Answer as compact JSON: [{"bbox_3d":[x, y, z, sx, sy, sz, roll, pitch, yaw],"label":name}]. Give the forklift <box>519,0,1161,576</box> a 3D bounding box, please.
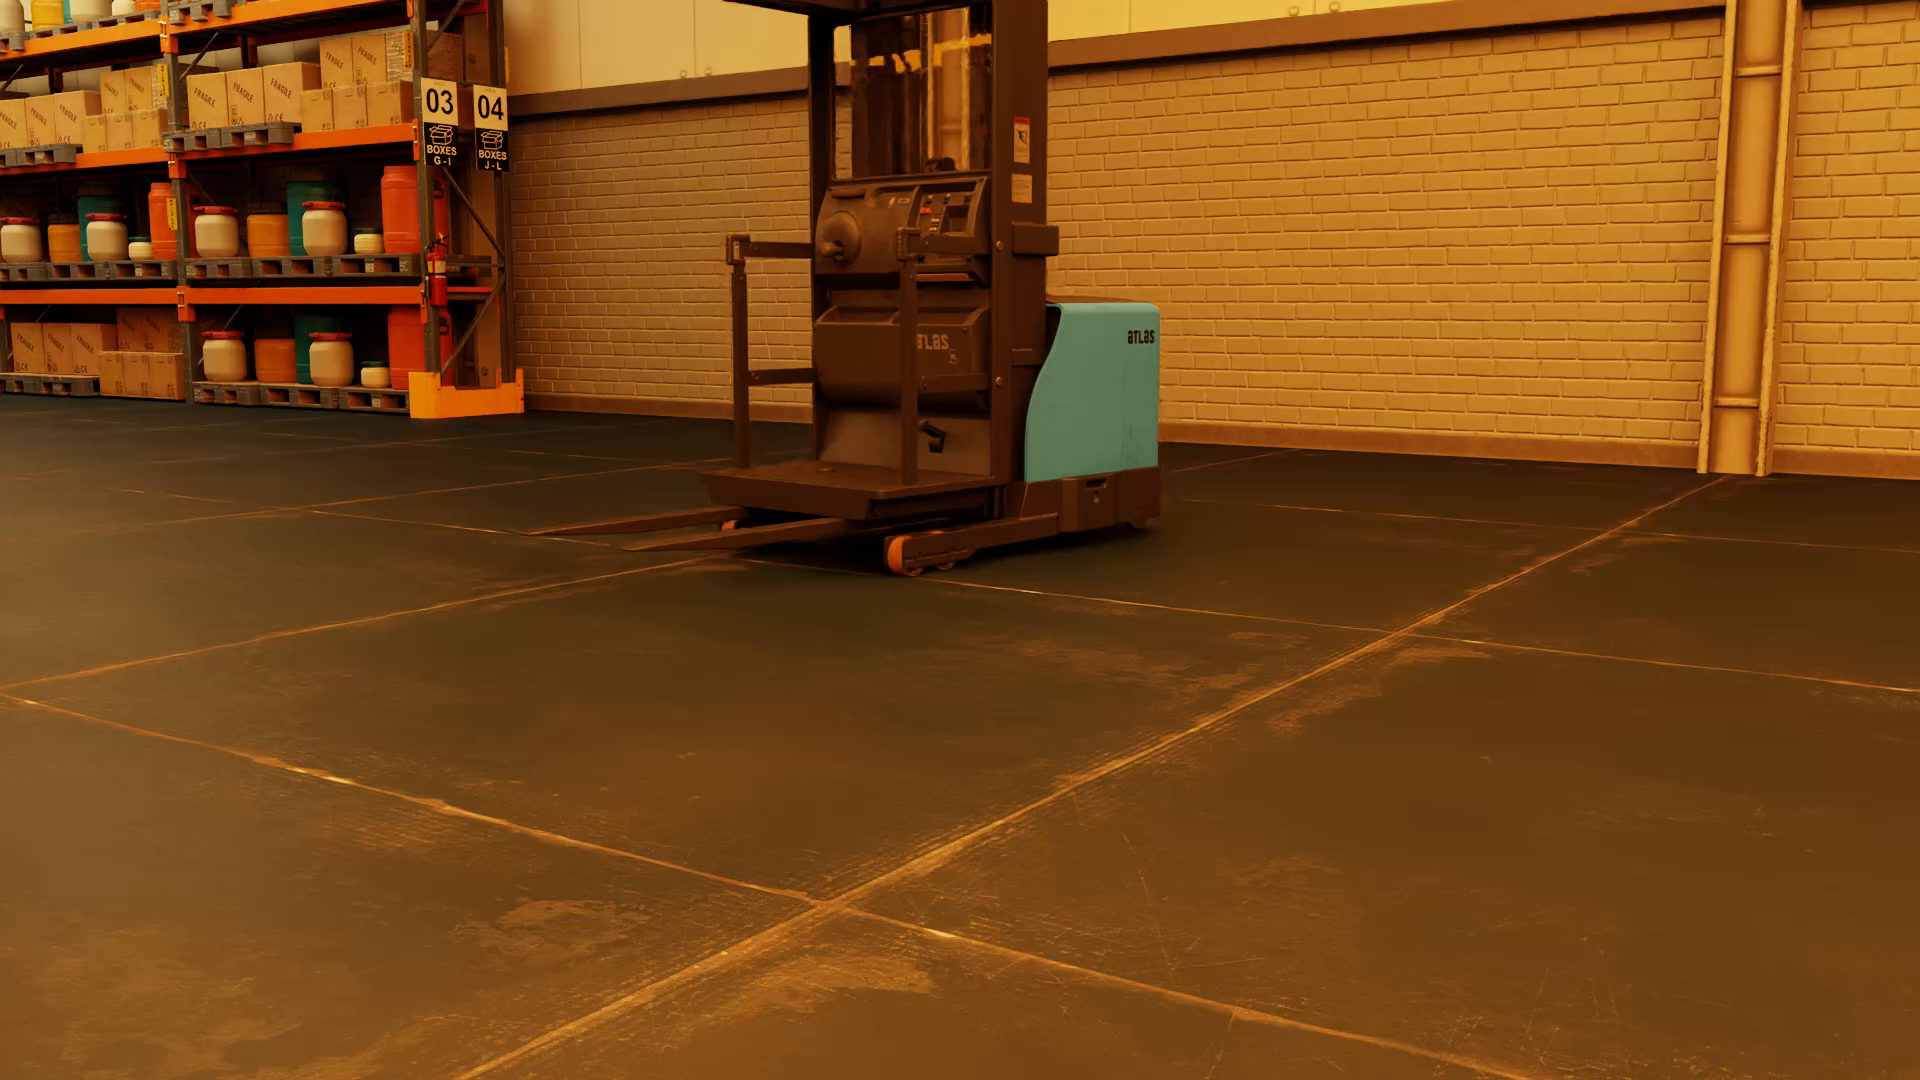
[{"bbox_3d":[-0.399,-1.386,6.939,1.130,2.935,3.031,7,11,41],"label":"forklift"}]
